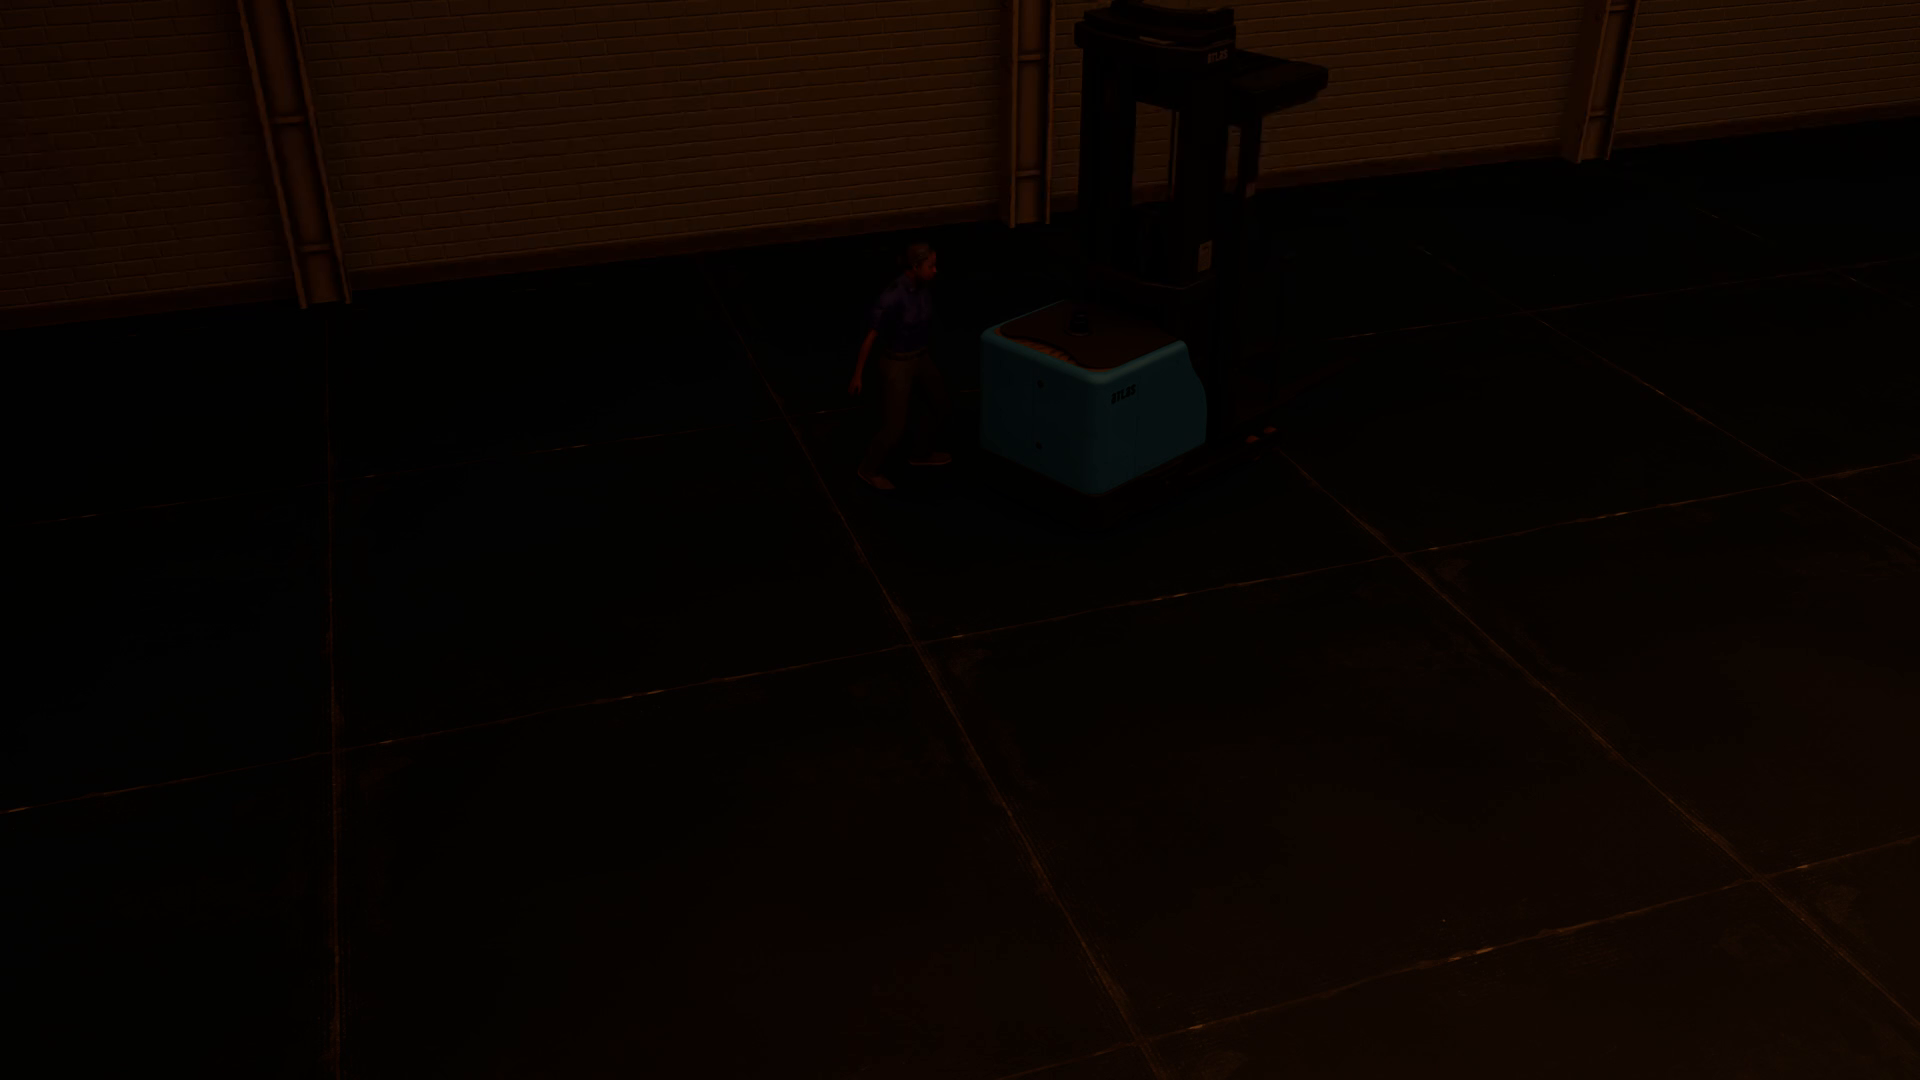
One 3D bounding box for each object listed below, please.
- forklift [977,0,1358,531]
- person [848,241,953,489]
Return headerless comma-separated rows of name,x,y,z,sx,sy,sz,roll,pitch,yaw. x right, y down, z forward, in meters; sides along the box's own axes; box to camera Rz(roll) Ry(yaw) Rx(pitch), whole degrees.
forklift,1.511,-1.953,10.481,3.031,2.935,1.130,-26,39,-37
person,-0.383,-1.070,10.335,0.446,1.634,0.815,22,37,33
